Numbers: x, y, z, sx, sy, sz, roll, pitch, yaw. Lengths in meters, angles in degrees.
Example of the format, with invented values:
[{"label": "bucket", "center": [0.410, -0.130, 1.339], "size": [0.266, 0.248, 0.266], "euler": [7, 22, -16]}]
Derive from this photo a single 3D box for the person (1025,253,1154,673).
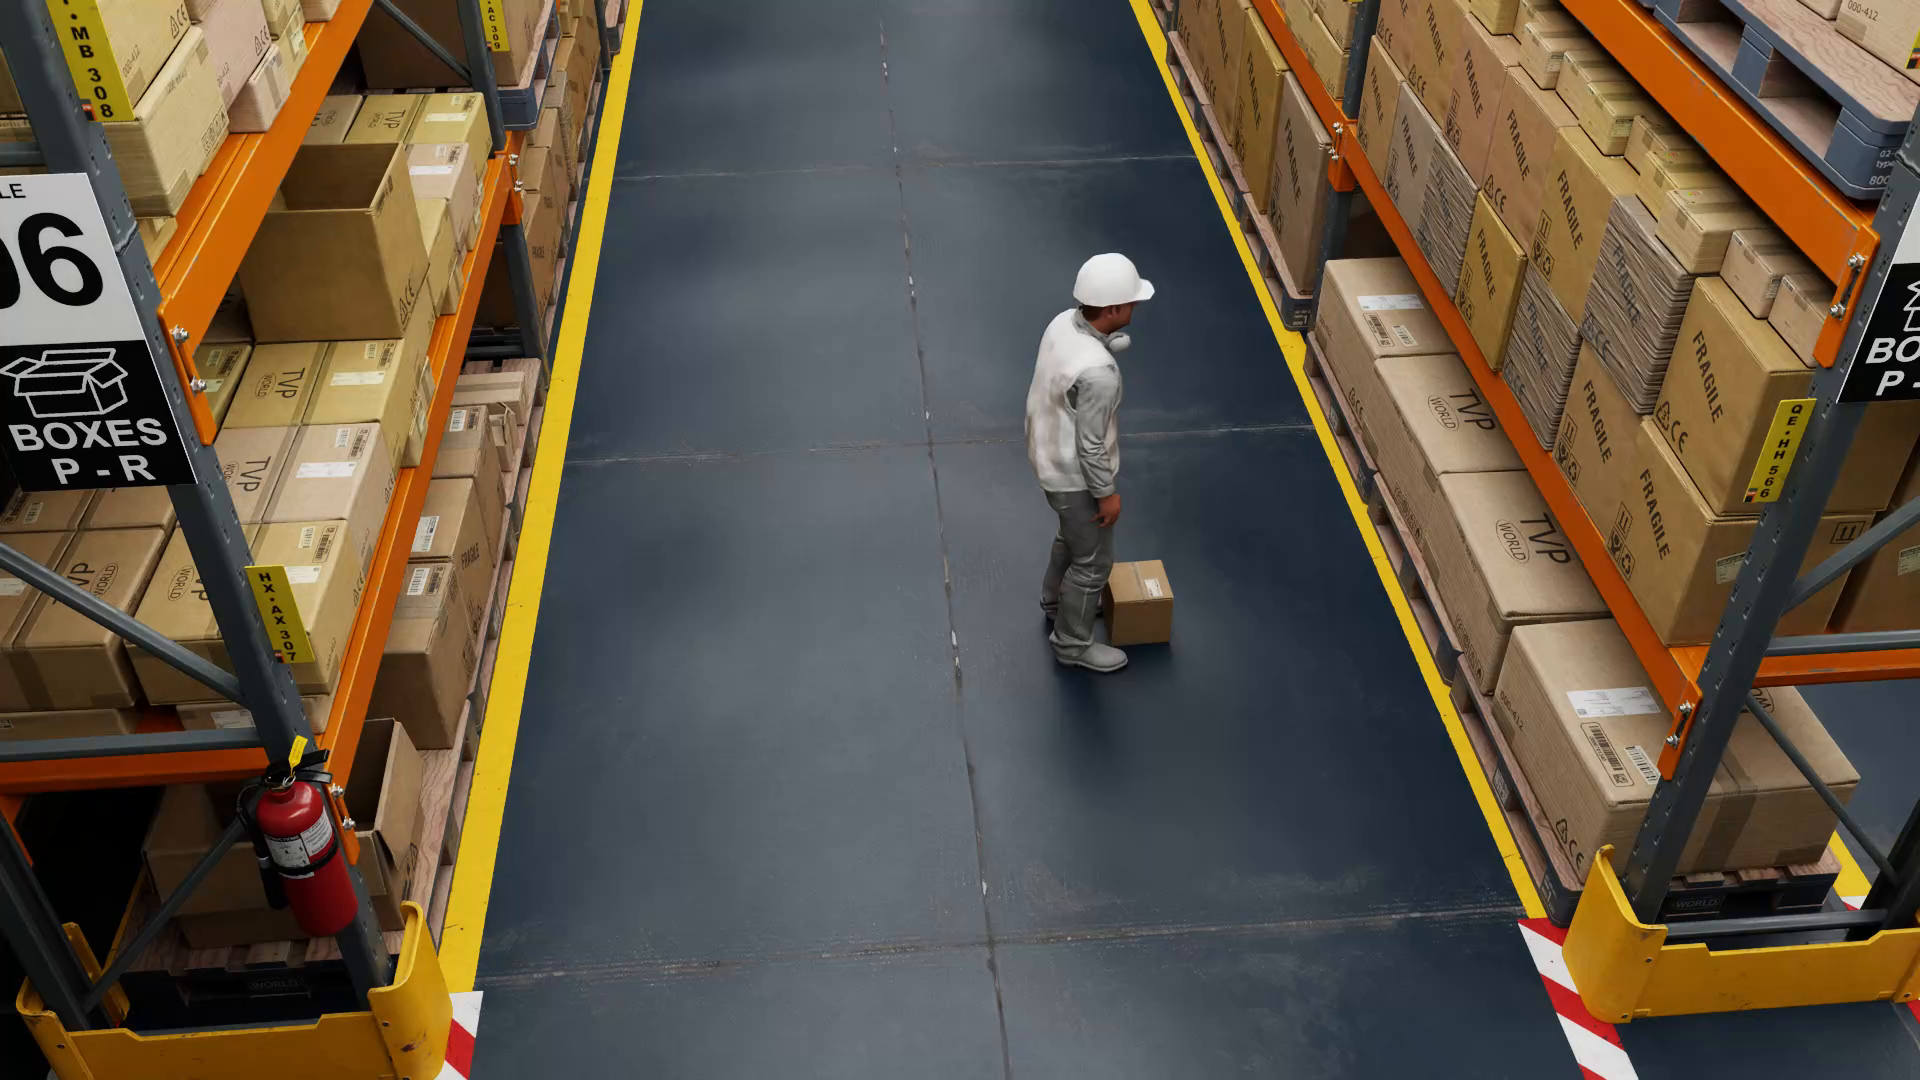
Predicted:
[{"label": "person", "center": [0.486, -0.313, 6.520], "size": [0.457, 1.773, 0.593], "euler": [-5, 39, -6]}]
